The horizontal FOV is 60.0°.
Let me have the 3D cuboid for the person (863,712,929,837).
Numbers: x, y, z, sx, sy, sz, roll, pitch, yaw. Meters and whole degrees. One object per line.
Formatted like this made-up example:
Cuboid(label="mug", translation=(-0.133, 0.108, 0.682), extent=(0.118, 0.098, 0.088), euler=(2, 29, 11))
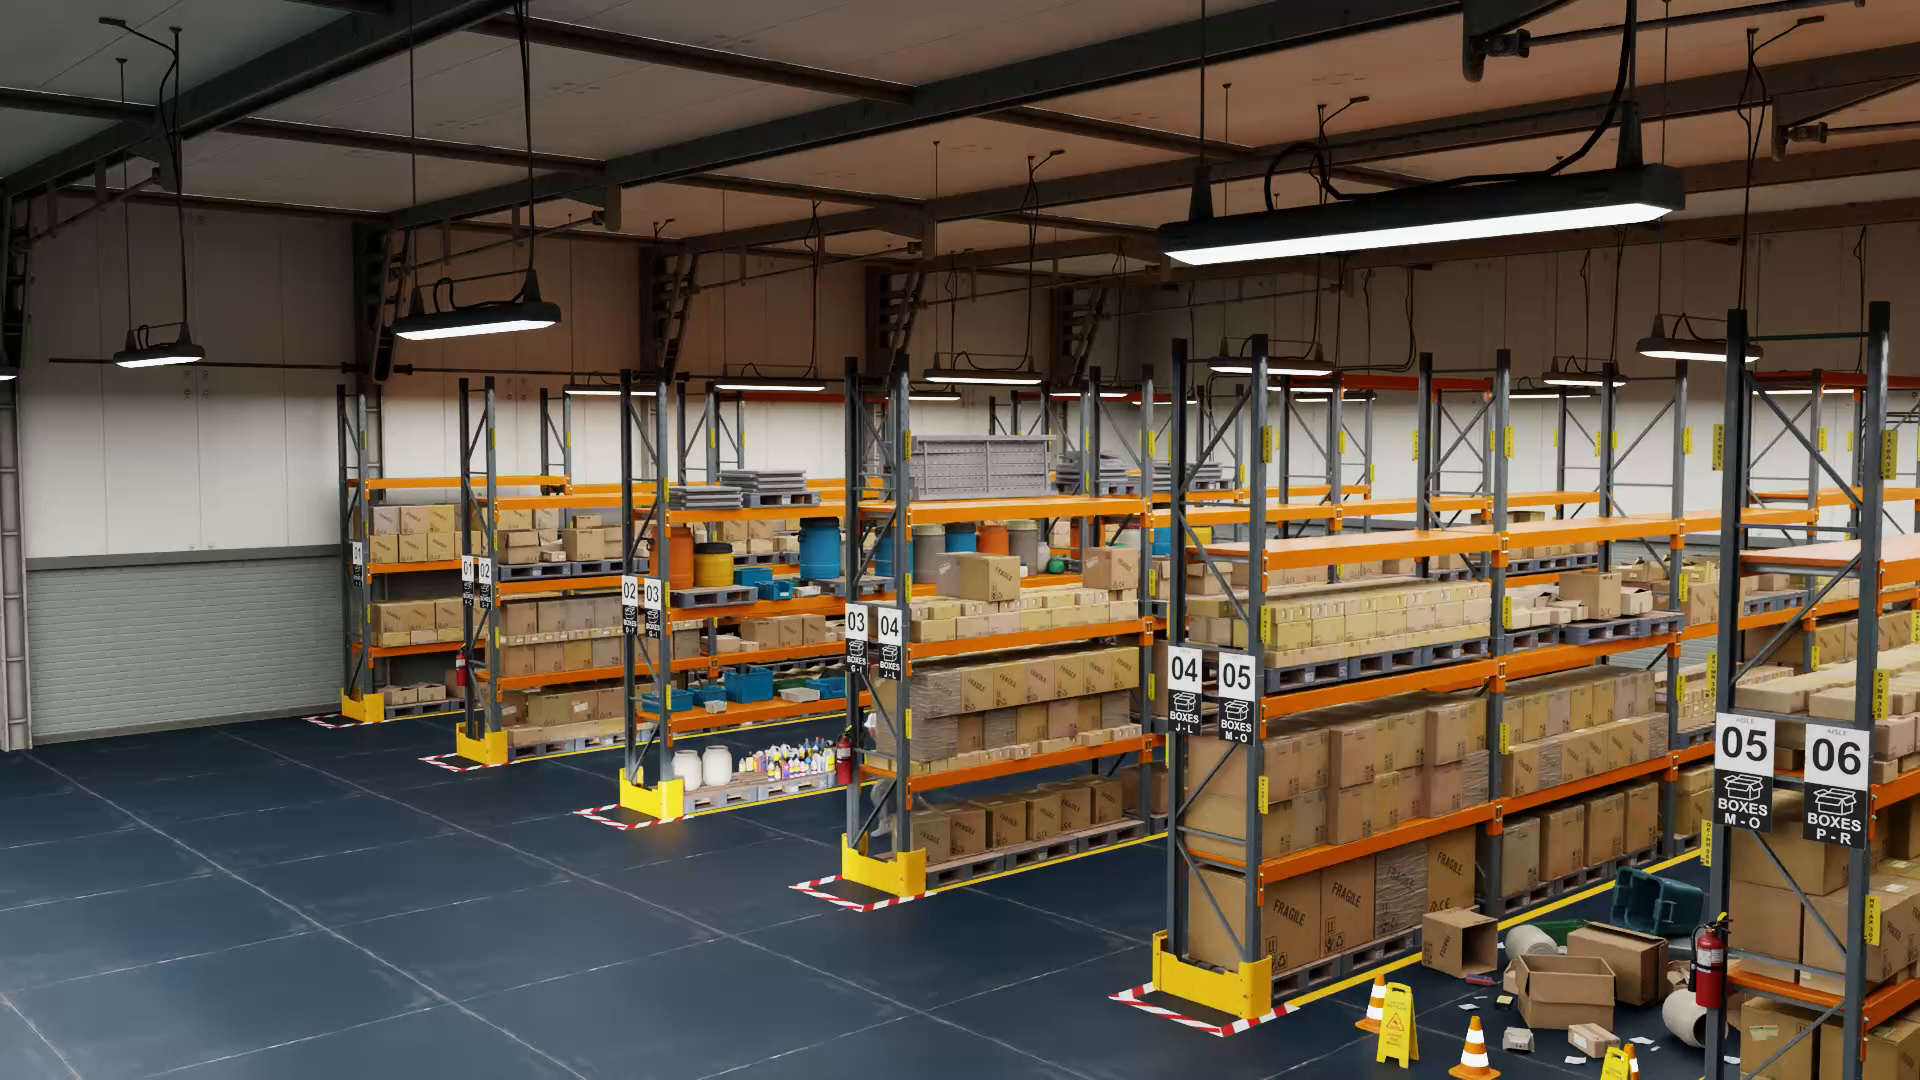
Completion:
Cuboid(label="person", translation=(-0.746, 2.952, 21.169), extent=(1.077, 1.606, 0.665), euler=(-2, 4, -30))
